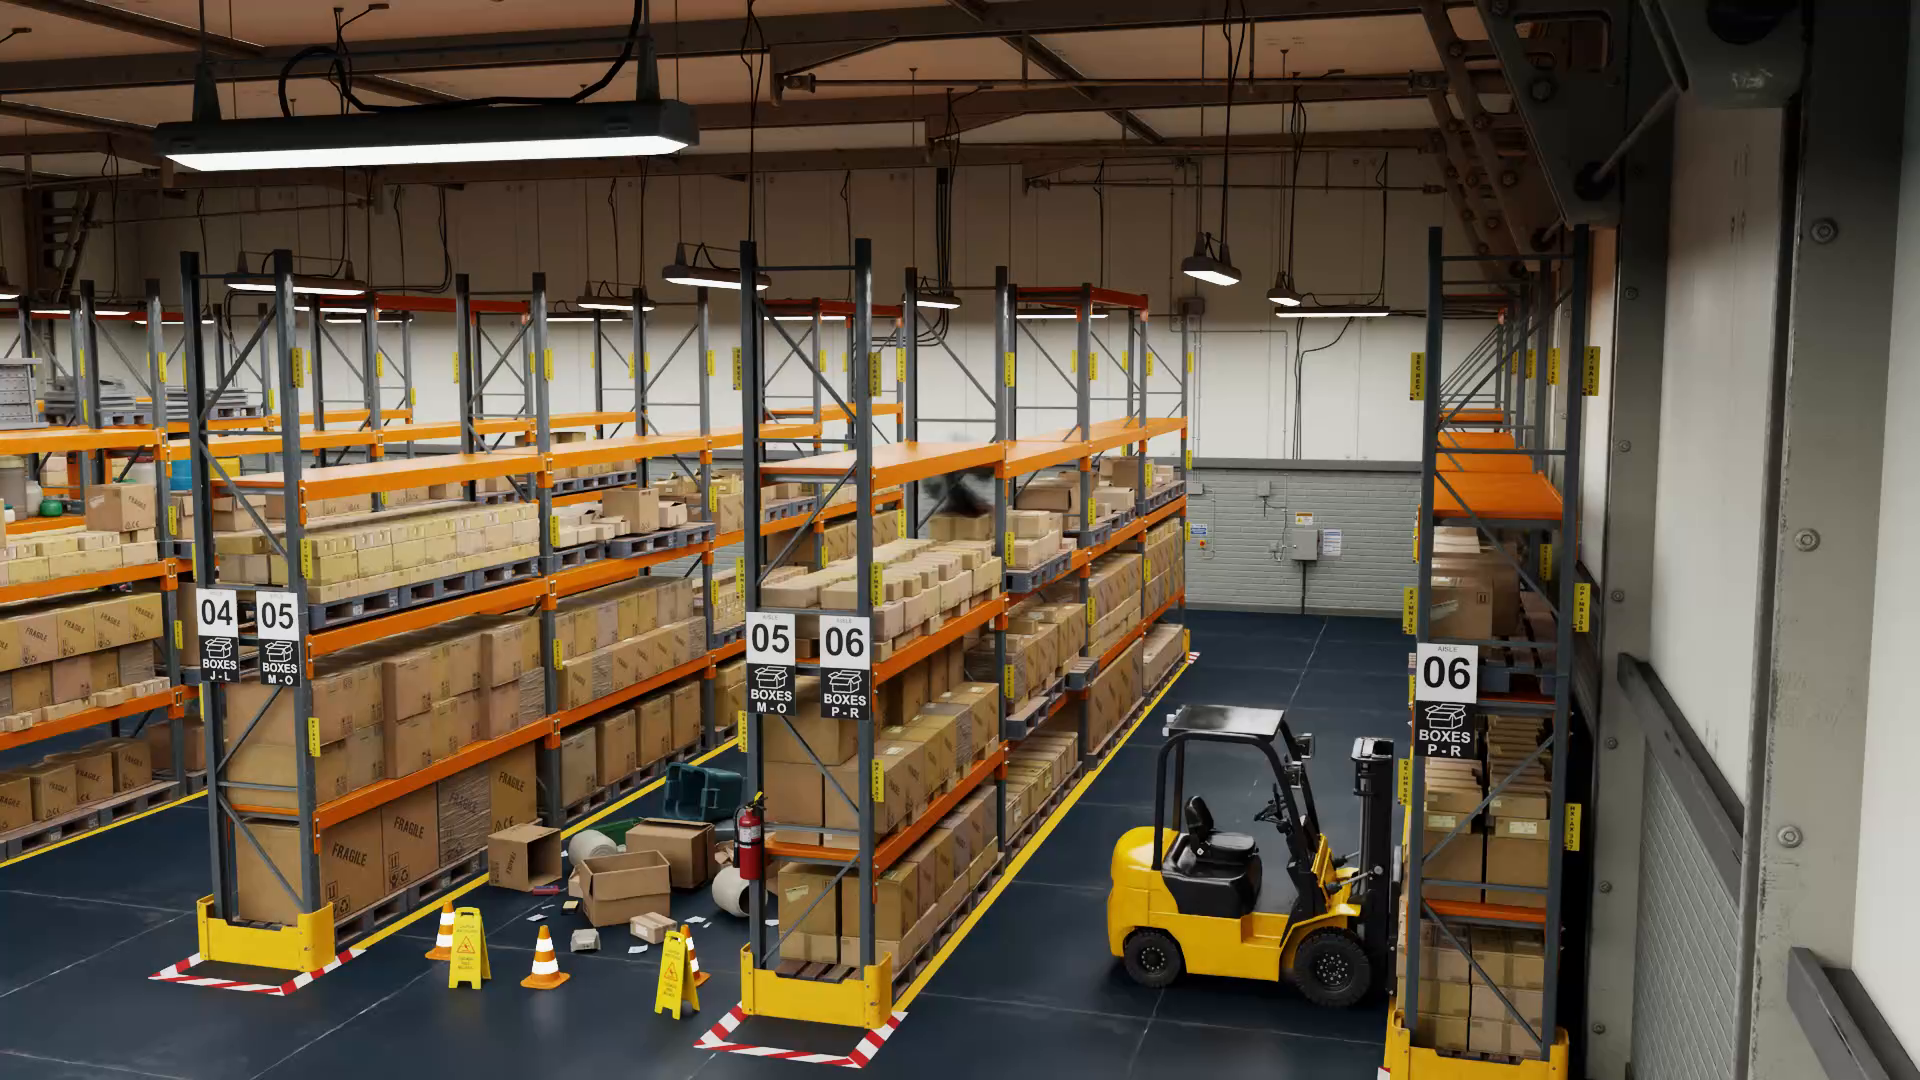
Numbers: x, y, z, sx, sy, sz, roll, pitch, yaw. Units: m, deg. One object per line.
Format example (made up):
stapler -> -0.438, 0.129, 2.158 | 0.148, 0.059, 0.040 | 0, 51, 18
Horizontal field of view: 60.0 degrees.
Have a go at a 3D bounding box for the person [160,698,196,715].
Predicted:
person -> -10.444, 1.870, 22.221 | 0.588, 1.633, 0.574 | 2, 7, 20

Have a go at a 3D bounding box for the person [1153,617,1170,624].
person -> 3.277, 1.011, 29.534 | 0.797, 1.709, 0.765 | 4, 8, 32
